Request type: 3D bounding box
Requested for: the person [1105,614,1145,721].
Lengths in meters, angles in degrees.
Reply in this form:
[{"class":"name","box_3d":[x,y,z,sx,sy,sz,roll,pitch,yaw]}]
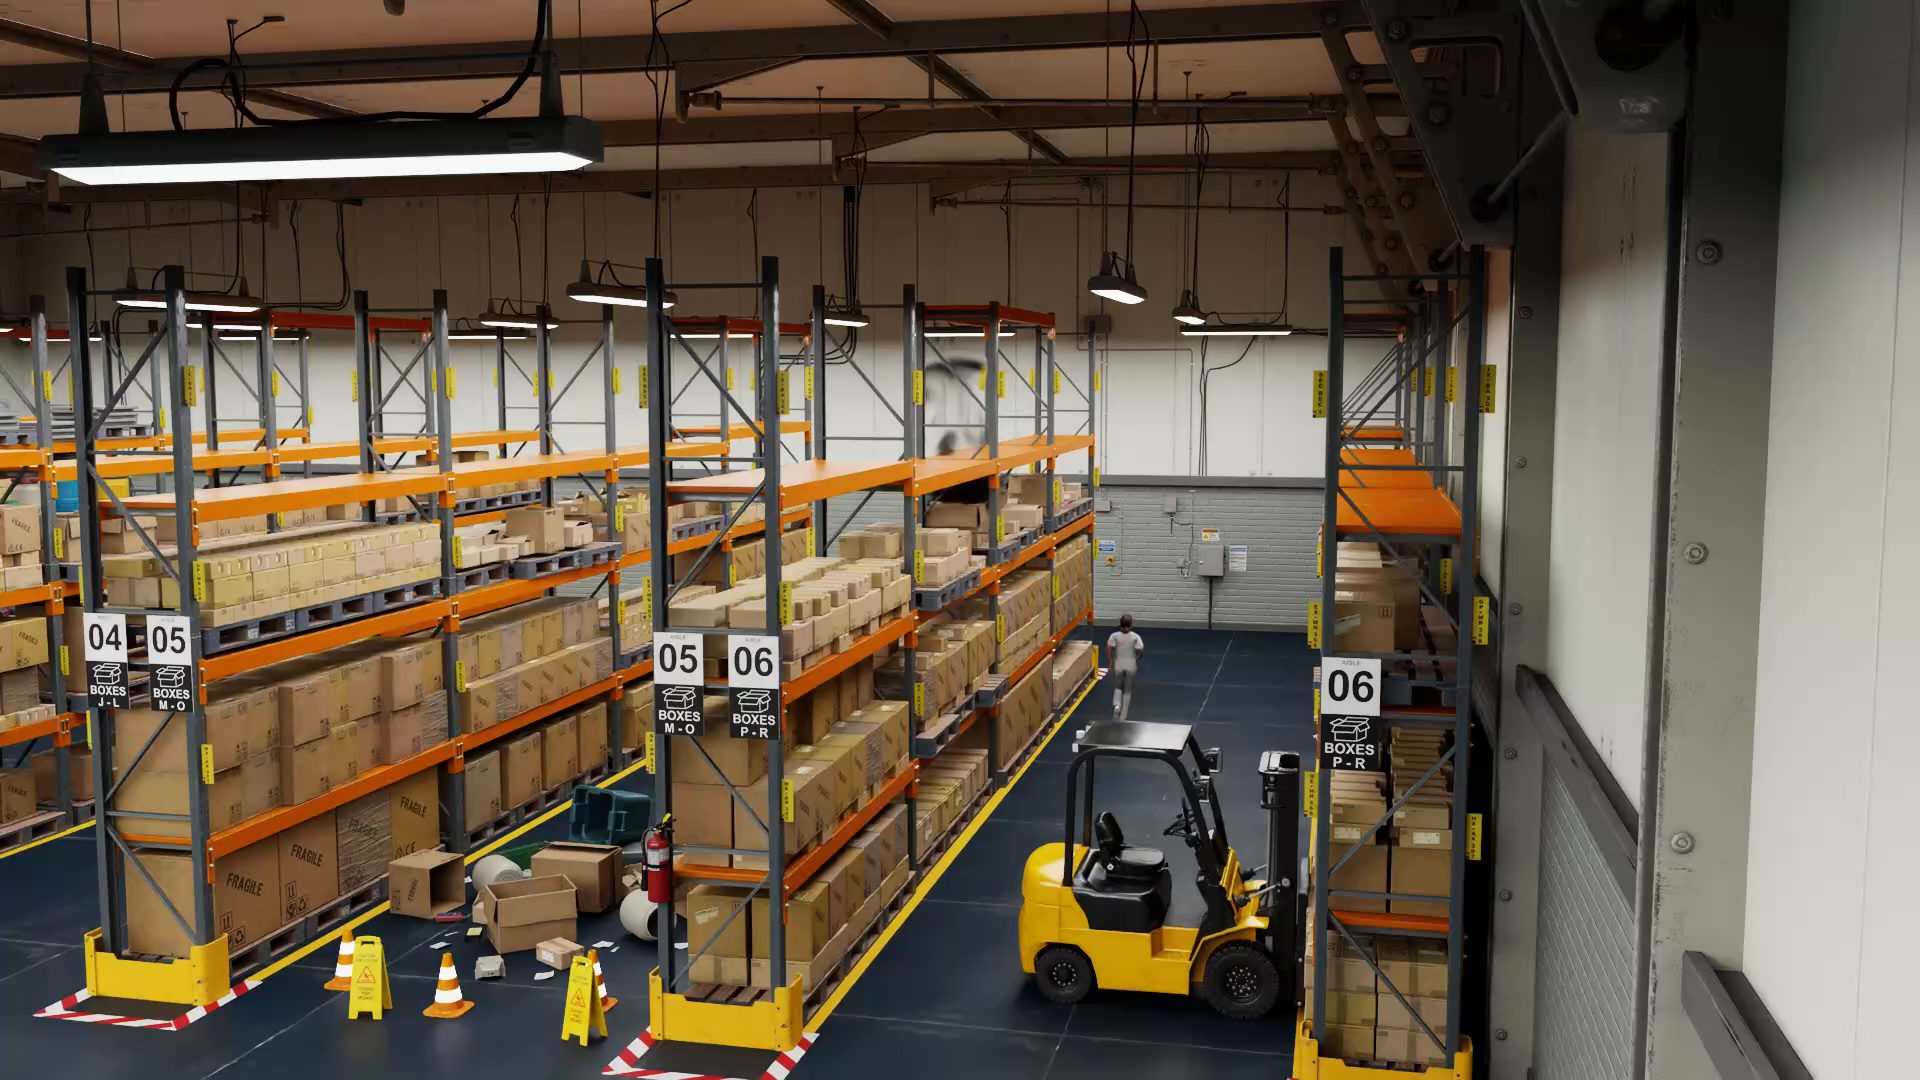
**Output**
[{"class":"person","box_3d":[2.414,1.894,24.325,0.567,1.631,0.553,1,6,10]}]
